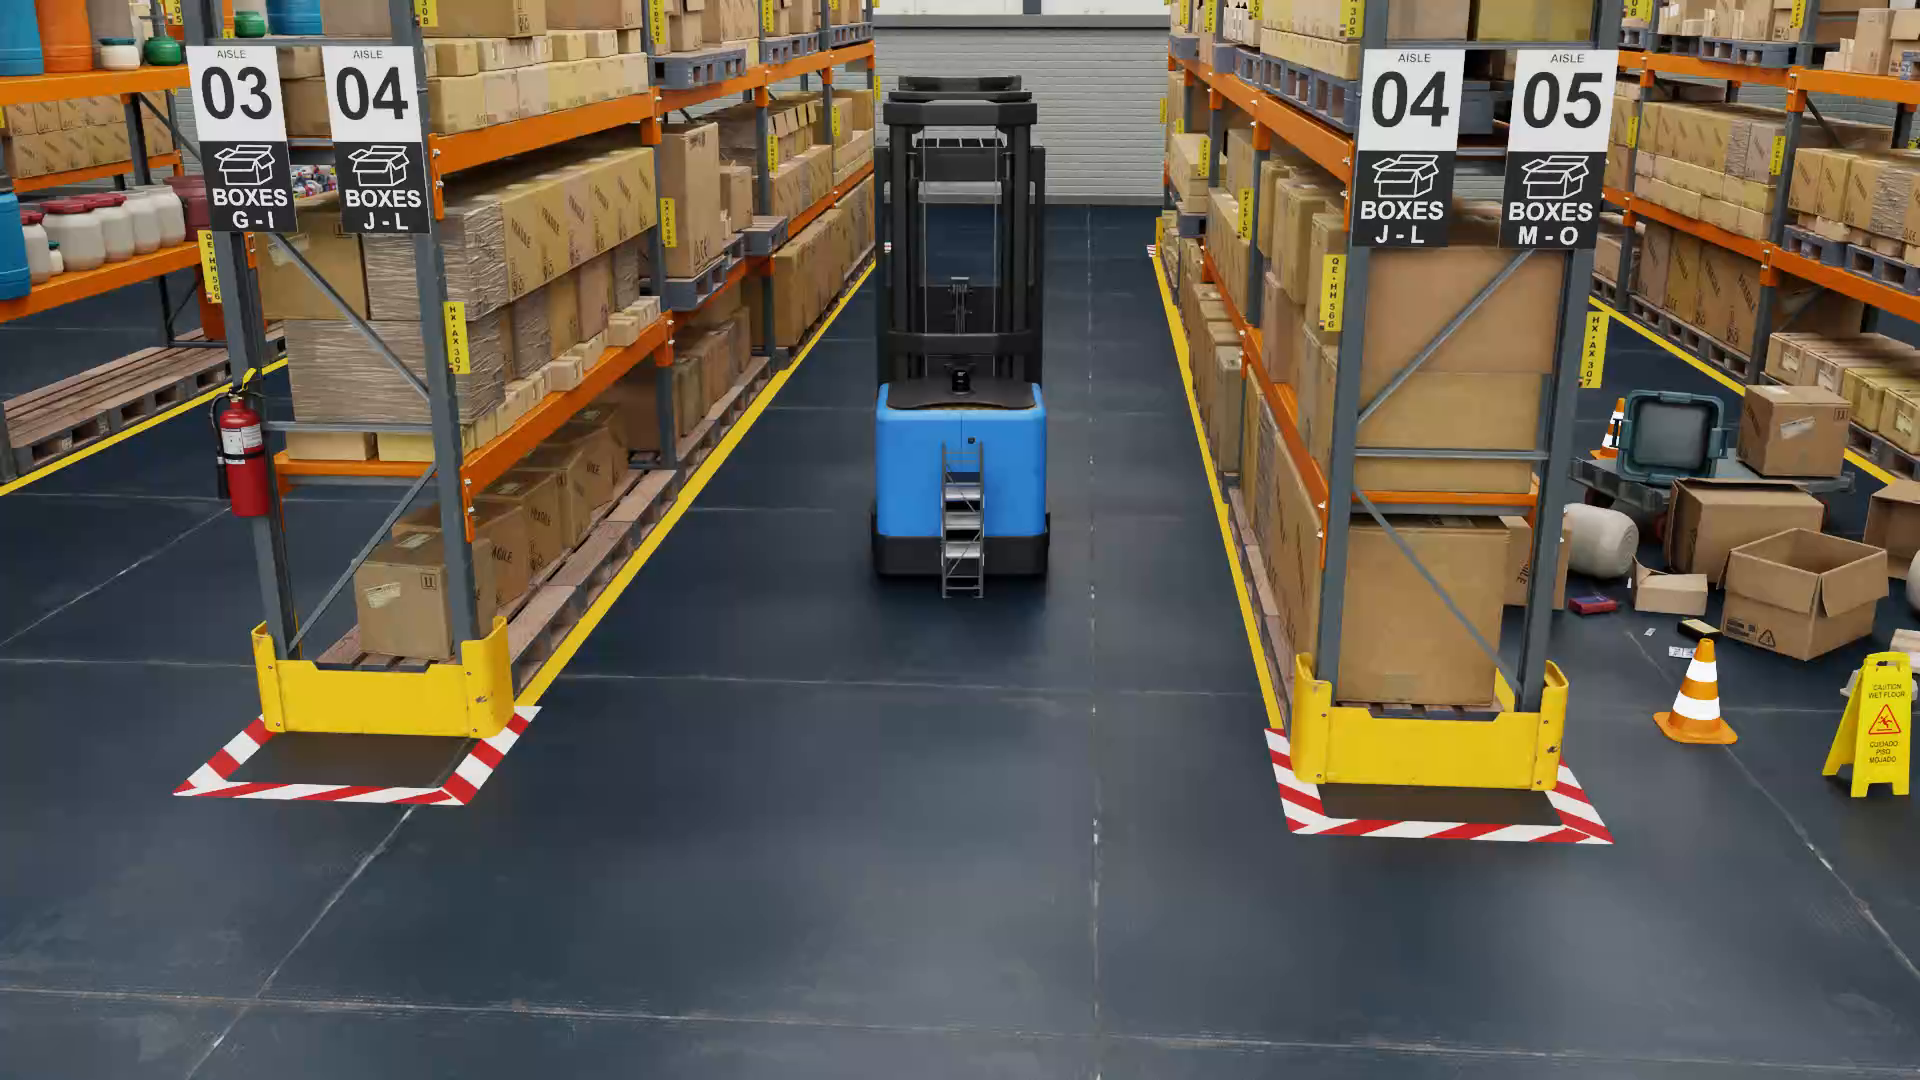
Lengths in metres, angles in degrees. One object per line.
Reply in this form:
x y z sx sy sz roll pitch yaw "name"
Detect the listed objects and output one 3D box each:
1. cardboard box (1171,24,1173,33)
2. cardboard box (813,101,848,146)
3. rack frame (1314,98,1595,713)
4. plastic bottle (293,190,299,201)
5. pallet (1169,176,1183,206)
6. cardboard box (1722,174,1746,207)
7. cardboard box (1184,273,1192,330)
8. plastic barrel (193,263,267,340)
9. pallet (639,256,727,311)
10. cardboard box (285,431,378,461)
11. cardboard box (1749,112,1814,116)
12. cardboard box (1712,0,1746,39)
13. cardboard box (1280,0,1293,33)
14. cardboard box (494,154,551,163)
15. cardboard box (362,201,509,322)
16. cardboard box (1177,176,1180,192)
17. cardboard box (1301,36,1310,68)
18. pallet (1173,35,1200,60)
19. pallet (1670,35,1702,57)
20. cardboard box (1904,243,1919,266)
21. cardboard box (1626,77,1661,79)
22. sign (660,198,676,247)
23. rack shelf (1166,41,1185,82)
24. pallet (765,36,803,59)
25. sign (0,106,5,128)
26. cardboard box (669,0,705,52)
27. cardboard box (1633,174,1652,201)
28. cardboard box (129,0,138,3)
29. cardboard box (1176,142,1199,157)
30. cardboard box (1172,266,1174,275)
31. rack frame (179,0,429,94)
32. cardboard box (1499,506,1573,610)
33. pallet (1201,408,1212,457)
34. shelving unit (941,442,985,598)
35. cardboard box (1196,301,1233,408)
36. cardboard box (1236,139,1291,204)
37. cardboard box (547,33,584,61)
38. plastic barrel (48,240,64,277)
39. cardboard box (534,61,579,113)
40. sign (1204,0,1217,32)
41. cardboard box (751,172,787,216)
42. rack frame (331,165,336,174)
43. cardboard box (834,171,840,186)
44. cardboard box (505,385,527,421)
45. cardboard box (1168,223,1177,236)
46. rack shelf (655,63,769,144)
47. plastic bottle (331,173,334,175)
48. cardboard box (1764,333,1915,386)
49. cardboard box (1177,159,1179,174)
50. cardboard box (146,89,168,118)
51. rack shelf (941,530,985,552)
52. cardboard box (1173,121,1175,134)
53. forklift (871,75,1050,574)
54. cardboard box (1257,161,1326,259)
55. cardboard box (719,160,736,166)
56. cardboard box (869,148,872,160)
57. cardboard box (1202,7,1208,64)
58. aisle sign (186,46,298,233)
2.987 -6.560 21.548 0.500 0.250 0.500 2 18 6 "cardboard box"
-1.620 -4.961 19.805 0.500 0.500 0.500 1 18 4 "cardboard box"
2.127 -0.370 7.235 1.000 3.000 0.127 1 18 4 "rack frame"
-6.721 -3.435 16.776 0.061 0.283 0.133 1 18 4 "plastic bottle"
2.787 -3.772 17.924 1.003 0.211 1.213 1 18 4 "pallet"
7.459 -3.257 15.484 0.500 0.250 0.500 1 18 2 "cardboard box"
2.550 -2.402 16.777 0.500 0.500 0.500 0 18 1 "cardboard box"
-7.162 -2.428 16.326 0.600 0.830 0.708 1 18 4 "plastic barrel"
-2.326 -1.897 12.204 1.003 0.211 1.213 1 18 4 "pallet"
-2.998 -0.486 7.992 0.380 0.149 0.250 1 18 4 "cardboard box"
8.042 -3.917 16.294 0.500 0.500 0.500 2 18 5 "cardboard box"
7.482 -5.002 15.718 0.500 0.500 0.500 1 18 4 "cardboard box"
2.029 -2.896 9.054 0.500 0.250 0.500 1 18 3 "cardboard box"
-2.846 -2.129 10.359 0.500 0.500 0.500 1 18 4 "cardboard box"
-2.502 -1.341 7.954 0.500 0.500 0.500 1 18 4 "cardboard box"
2.391 -3.581 16.764 0.380 0.149 0.250 0 18 1 "cardboard box"
1.904 -2.428 8.268 0.380 0.149 0.250 1 18 4 "cardboard box"
2.765 -4.922 16.610 1.213 0.211 1.003 1 18 4 "pallet"
7.915 -5.066 17.058 0.805 0.209 1.217 1 18 2 "pallet"
7.207 -2.096 12.231 0.380 0.149 0.250 1 18 4 "cardboard box"
8.356 -5.577 20.319 0.380 0.149 0.250 2 18 5 "cardboard box"
-1.984 -2.156 11.295 0.100 0.325 0.005 1 18 4 "sign"
3.131 -5.802 20.149 1.077 0.370 4.000 1 18 4 "rack shelf"
-2.169 -4.881 16.487 1.003 0.211 1.213 2 18 6 "pallet"
-11.279 -5.000 19.506 0.100 0.325 0.005 1 18 4 "sign"
-2.327 -3.865 12.243 0.797 0.503 0.637 2 18 6 "cardboard box"
7.637 -3.816 17.992 0.500 0.250 0.500 1 18 3 "cardboard box"
-11.567 -7.492 22.386 0.700 0.500 0.500 1 18 4 "cardboard box"
2.427 -4.024 17.161 0.380 0.149 0.250 1 18 3 "cardboard box"
2.732 -3.233 19.878 0.380 0.149 0.250 1 18 2 "cardboard box"
-2.813 -3.363 6.734 1.000 3.000 0.127 1 18 4 "rack frame"
3.326 0.079 9.874 0.500 0.500 0.500 4 19 13 "cardboard box"
2.479 -0.908 13.356 1.003 0.211 1.213 1 18 4 "pallet"
0.015 -0.116 9.833 0.258 0.900 0.210 0 18 -1 "shelving unit"
2.508 -1.526 13.702 1.050 0.750 0.750 2 18 5 "cardboard box"
2.589 -2.921 13.255 0.700 0.500 0.500 1 18 3 "cardboard box"
-2.351 -2.781 9.377 0.380 0.149 0.250 2 18 6 "cardboard box"
-7.218 -2.207 13.063 0.301 0.262 0.301 0 18 0 "plastic barrel"
-2.418 -2.486 9.116 0.500 0.250 0.500 2 18 6 "cardboard box"
2.159 -4.538 14.309 0.100 0.325 0.005 1 18 4 "sign"
-1.933 -3.189 15.678 0.500 0.500 0.500 2 18 6 "cardboard box"
-6.893 -4.350 19.380 1.000 3.000 0.127 1 18 4 "rack frame"
-1.600 -4.204 19.339 0.380 0.149 0.250 1 18 4 "cardboard box"
-2.488 -0.708 8.671 0.380 0.149 0.250 1 18 4 "cardboard box"
2.823 -3.902 20.964 0.380 0.149 0.250 2 18 5 "cardboard box"
-2.383 -3.459 13.000 1.077 0.370 4.000 1 18 4 "rack shelf"
-6.796 -3.844 18.043 0.097 0.271 0.097 0 18 0 "plastic bottle"
7.595 -1.551 14.385 0.950 0.372 0.625 0 18 0 "cardboard box"
2.411 -3.799 16.950 0.380 0.149 0.250 1 18 3 "cardboard box"
-11.304 -6.082 22.900 0.500 0.500 0.500 1 18 3 "cardboard box"
0.015 0.001 9.871 0.258 0.077 0.200 0 18 -1 "rack shelf"
2.815 -4.758 19.988 0.500 0.500 0.500 1 18 4 "cardboard box"
-0.006 -1.589 11.065 1.130 2.935 3.031 0 18 -1 "forklift"
2.353 -2.083 10.487 0.875 0.550 0.550 1 18 4 "cardboard box"
-2.238 -3.075 14.656 0.500 0.500 0.500 -1 18 -3 "cardboard box"
-1.380 -5.163 22.266 0.380 0.149 0.250 1 18 4 "cardboard box"
2.511 -4.666 15.368 0.500 0.500 0.500 1 18 4 "cardboard box"
-3.117 -1.735 7.225 0.394 0.787 0.004 1 18 4 "aisle sign"
